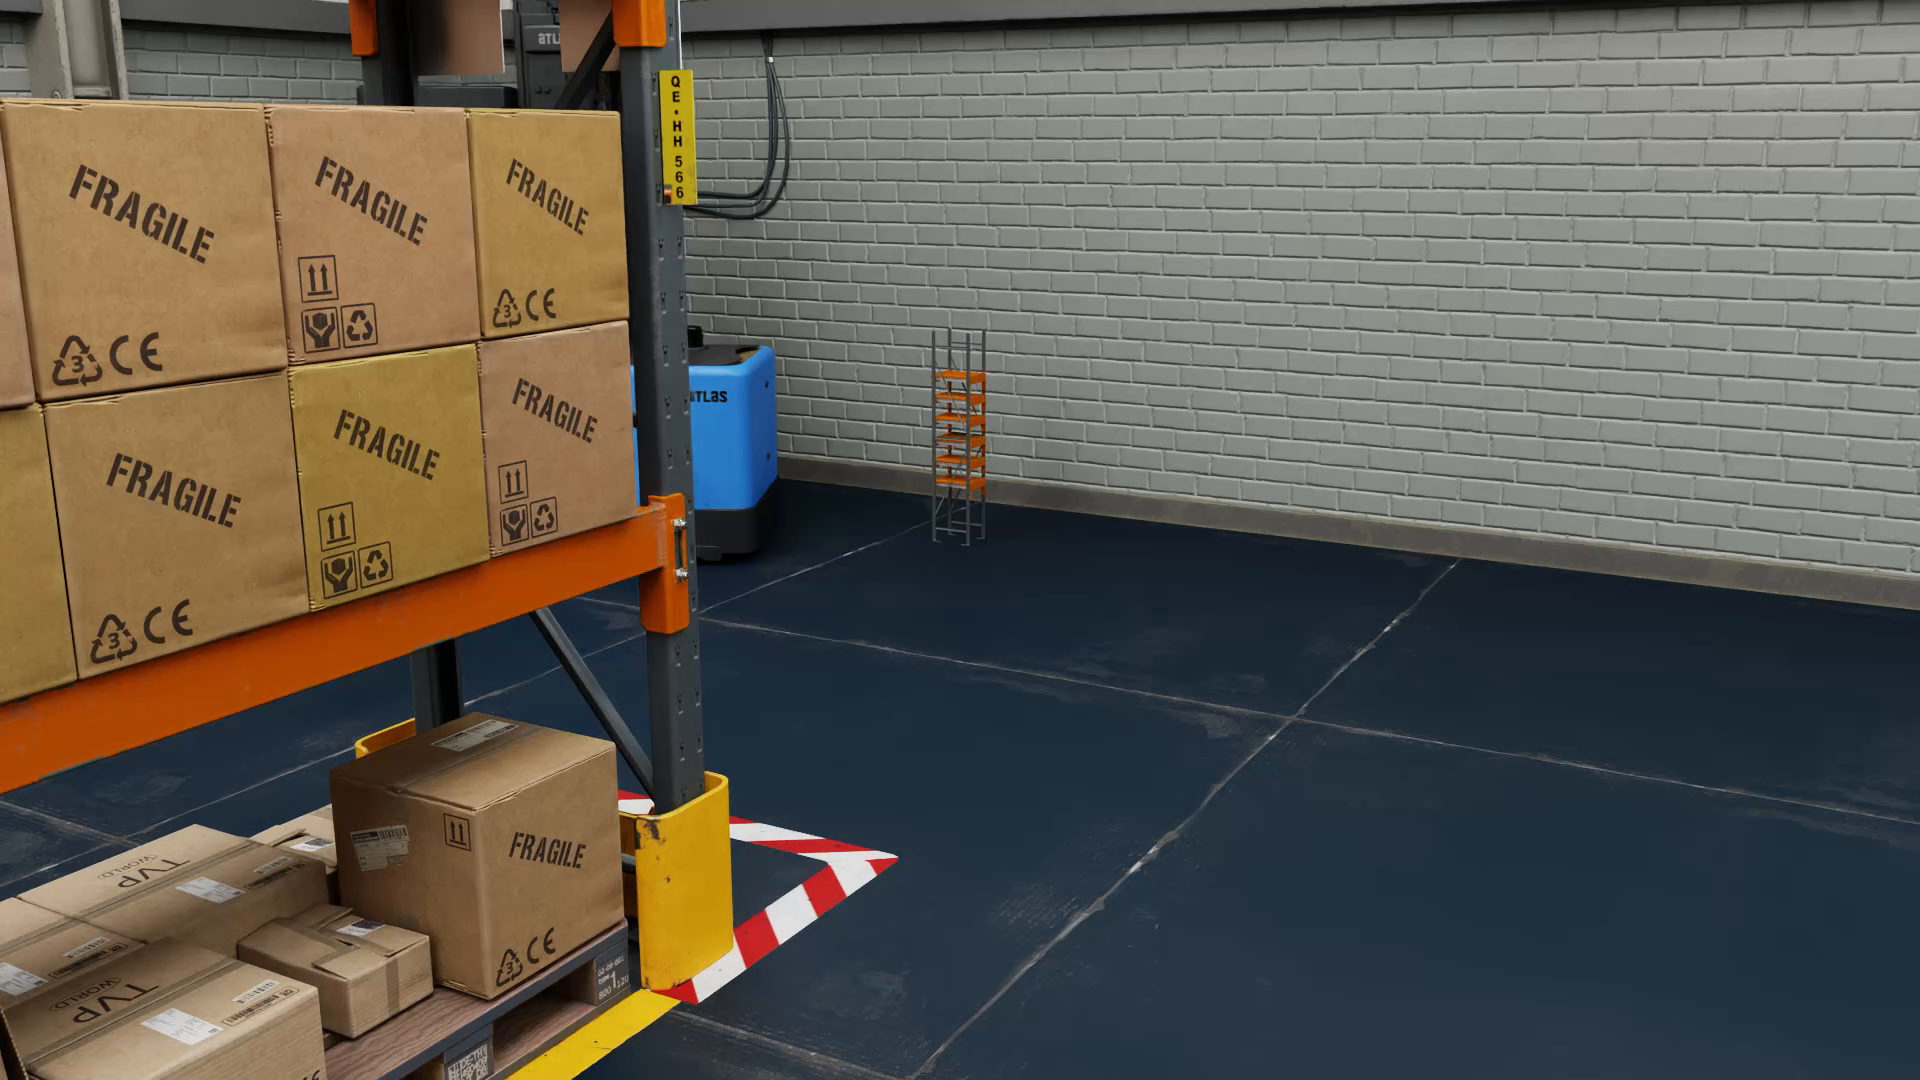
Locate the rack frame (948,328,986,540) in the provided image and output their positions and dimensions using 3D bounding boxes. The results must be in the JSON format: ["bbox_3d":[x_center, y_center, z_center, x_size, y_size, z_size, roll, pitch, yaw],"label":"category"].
[{"bbox_3d":[0.037,-0.599,9.458,0.240,1.200,0.006,7,15,28],"label":"rack frame"}]

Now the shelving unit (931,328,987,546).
[{"bbox_3d":[-0.007,-0.580,9.381,0.258,1.200,0.189,7,15,28],"label":"shelving unit"}]

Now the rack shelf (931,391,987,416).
[{"bbox_3d":[-0.007,-0.770,9.335,0.258,0.103,0.180,7,15,28],"label":"rack shelf"}]

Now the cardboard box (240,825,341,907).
[{"bbox_3d":[-1.803,0.908,4.472,0.380,0.166,0.250,7,15,28],"label":"cardboard box"}]

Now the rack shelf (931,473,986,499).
[{"bbox_3d":[-0.007,-0.304,9.447,0.258,0.103,0.180,7,15,28],"label":"rack shelf"}]

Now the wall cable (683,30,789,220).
[{"bbox_3d":[-2.470,-3.441,11.230,3.097,2.526,0.112,7,15,28],"label":"wall cable"}]

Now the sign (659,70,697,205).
[{"bbox_3d":[-0.702,-1.003,4.149,0.100,0.325,0.005,7,15,28],"label":"sign"}]

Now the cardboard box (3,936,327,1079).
[{"bbox_3d":[-1.711,1.100,3.497,0.500,0.250,0.500,7,15,28],"label":"cardboard box"}]

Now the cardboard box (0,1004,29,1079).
[{"bbox_3d":[-2.209,1.081,3.038,0.797,0.503,0.637,7,15,28],"label":"cardboard box"}]

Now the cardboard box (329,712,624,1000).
[{"bbox_3d":[-1.226,0.787,4.262,0.500,0.500,0.500,7,15,28],"label":"cardboard box"}]

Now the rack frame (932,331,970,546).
[{"bbox_3d":[-0.051,-0.562,9.303,0.240,1.200,0.006,7,15,28],"label":"rack frame"}]

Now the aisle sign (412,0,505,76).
[{"bbox_3d":[-1.403,-1.664,4.491,0.394,0.787,0.004,7,15,28],"label":"aisle sign"}]

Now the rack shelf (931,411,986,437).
[{"bbox_3d":[-0.007,-0.654,9.363,0.258,0.103,0.180,7,15,28],"label":"rack shelf"}]

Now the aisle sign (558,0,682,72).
[{"bbox_3d":[-0.877,-1.597,4.209,0.394,0.787,0.004,7,15,28],"label":"aisle sign"}]

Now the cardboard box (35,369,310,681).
[{"bbox_3d":[-1.651,-0.071,3.213,0.500,0.500,0.500,8,15,28],"label":"cardboard box"}]

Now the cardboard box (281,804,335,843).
[{"bbox_3d":[-1.682,0.866,4.687,0.380,0.149,0.250,7,15,28],"label":"cardboard box"}]

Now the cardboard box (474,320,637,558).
[{"bbox_3d":[-1.157,-0.279,4.079,0.500,0.500,0.500,8,16,30],"label":"cardboard box"}]

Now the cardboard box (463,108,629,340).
[{"bbox_3d":[-1.153,-0.766,3.962,0.500,0.500,0.500,7,15,28],"label":"cardboard box"}]

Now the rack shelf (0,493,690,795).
[{"bbox_3d":[-2.145,0.407,2.982,1.077,0.370,4.000,7,15,28],"label":"rack shelf"}]

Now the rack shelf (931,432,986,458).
[{"bbox_3d":[-0.007,-0.537,9.391,0.258,0.103,0.180,7,15,28],"label":"rack shelf"}]

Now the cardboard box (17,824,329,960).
[{"bbox_3d":[-1.932,0.951,4.115,0.500,0.250,0.500,7,15,28],"label":"cardboard box"}]

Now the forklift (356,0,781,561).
[{"bbox_3d":[-2.589,-1.417,9.159,3.031,2.935,1.130,1,14,2],"label":"forklift"}]

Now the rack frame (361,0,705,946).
[{"bbox_3d":[-1.179,-0.353,4.599,1.000,3.000,0.127,7,15,28],"label":"rack frame"}]

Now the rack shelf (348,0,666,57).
[{"bbox_3d":[-2.145,-1.052,2.630,1.077,0.370,4.000,7,15,28],"label":"rack shelf"}]

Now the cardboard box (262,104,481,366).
[{"bbox_3d":[-1.397,-0.662,3.532,0.500,0.500,0.500,8,16,30],"label":"cardboard box"}]

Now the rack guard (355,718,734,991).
[{"bbox_3d":[-1.215,0.877,4.828,1.175,0.500,0.348,7,15,28],"label":"rack guard"}]

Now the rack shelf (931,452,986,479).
[{"bbox_3d":[-0.007,-0.420,9.419,0.258,0.103,0.180,7,15,28],"label":"rack shelf"}]

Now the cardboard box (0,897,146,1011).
[{"bbox_3d":[-2.173,1.054,3.690,0.500,0.250,0.500,7,15,28],"label":"cardboard box"}]

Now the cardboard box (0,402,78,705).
[{"bbox_3d":[-1.894,0.033,2.785,0.500,0.500,0.500,7,15,27],"label":"cardboard box"}]

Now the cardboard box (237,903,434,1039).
[{"bbox_3d":[-1.500,1.022,3.999,0.380,0.166,0.250,7,15,28],"label":"cardboard box"}]

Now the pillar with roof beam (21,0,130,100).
[{"bbox_3d":[-1.200,-3.995,6.902,9.100,9.000,0.400,7,15,28],"label":"pillar with roof beam"}]

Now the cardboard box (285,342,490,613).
[{"bbox_3d":[-1.405,-0.172,3.635,0.500,0.500,0.500,8,15,29],"label":"cardboard box"}]

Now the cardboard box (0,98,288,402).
[{"bbox_3d":[-1.643,-0.555,3.089,0.500,0.500,0.500,8,16,30],"label":"cardboard box"}]

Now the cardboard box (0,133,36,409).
[{"bbox_3d":[-1.891,-0.450,2.652,0.500,0.500,0.500,8,16,30],"label":"cardboard box"}]

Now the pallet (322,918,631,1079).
[{"bbox_3d":[-1.600,1.182,4.183,1.003,0.211,1.213,7,15,28],"label":"pallet"}]

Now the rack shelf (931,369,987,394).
[{"bbox_3d":[-0.007,-0.887,9.307,0.258,0.103,0.180,7,15,28],"label":"rack shelf"}]
